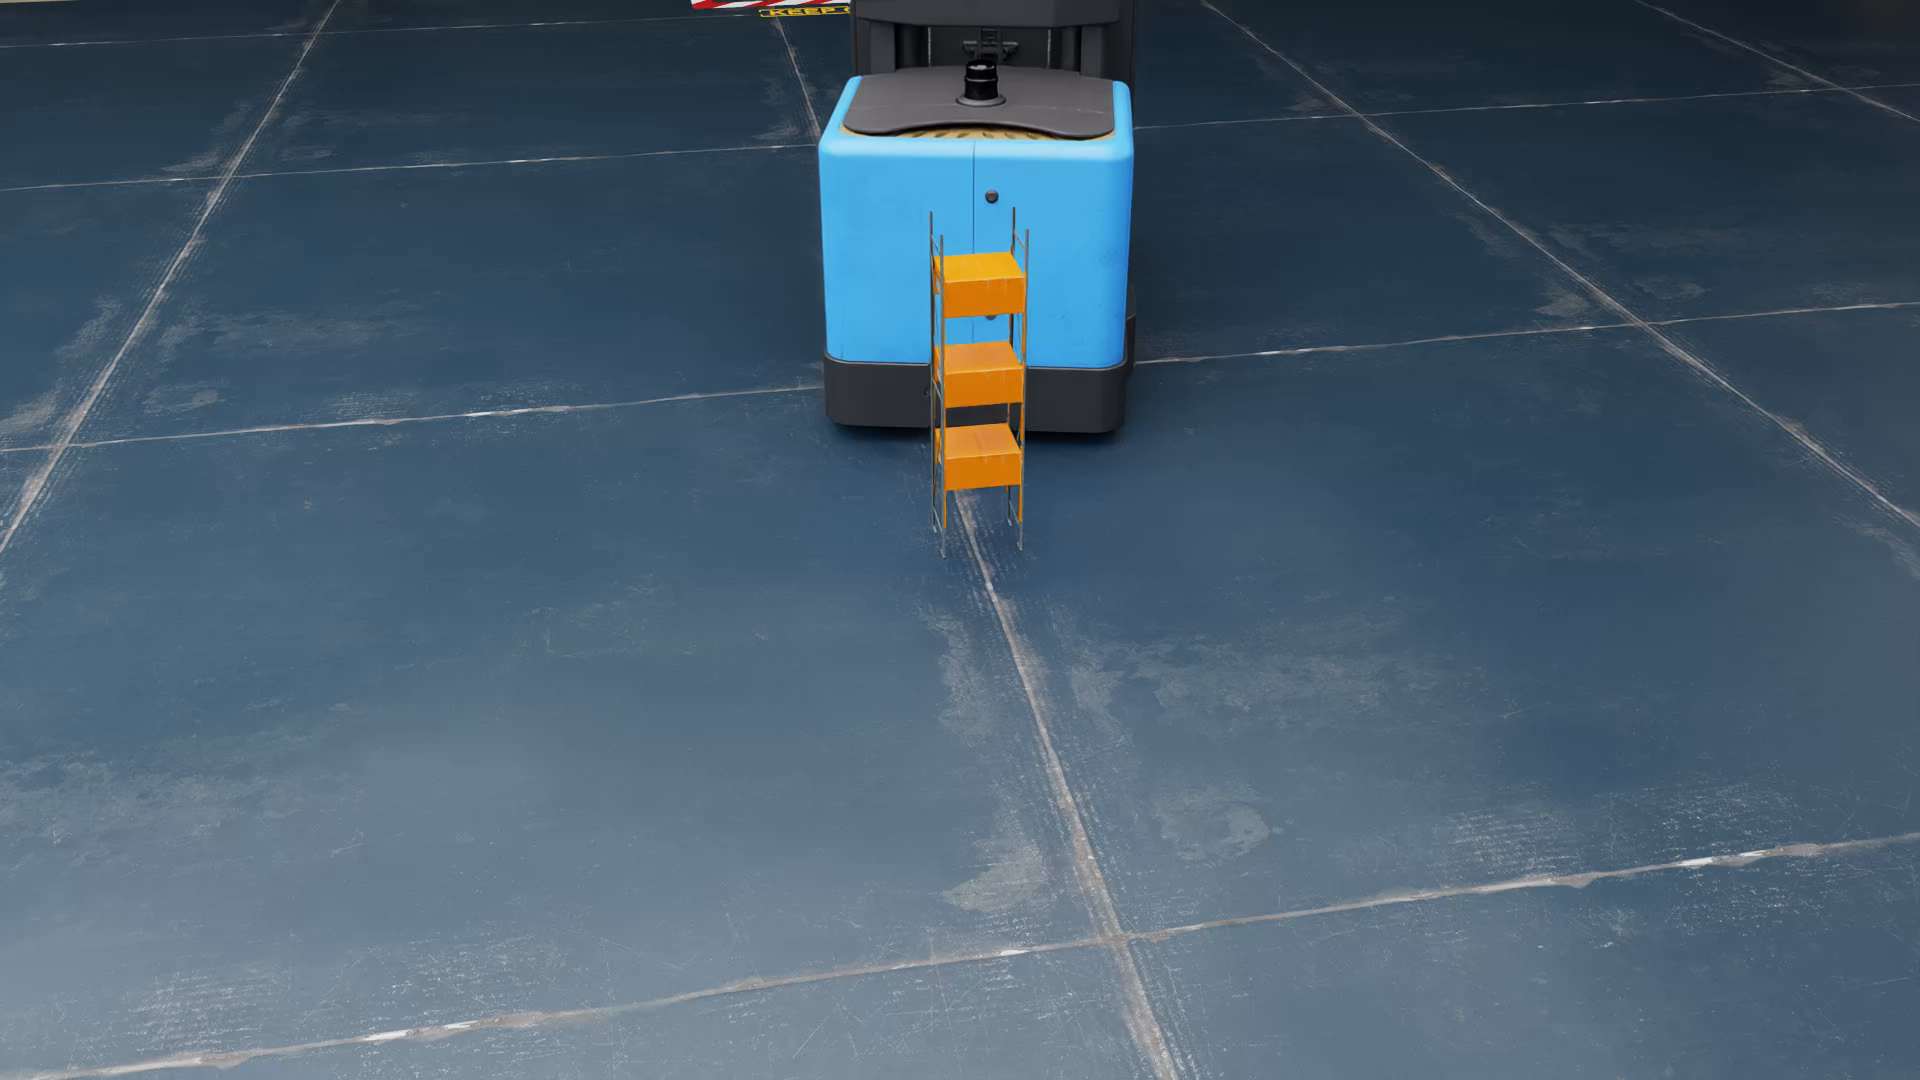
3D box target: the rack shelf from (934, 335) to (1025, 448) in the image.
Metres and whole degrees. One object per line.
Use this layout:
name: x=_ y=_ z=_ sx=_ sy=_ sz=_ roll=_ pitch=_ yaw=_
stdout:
rack shelf: x=0.053 y=-0.448 z=4.998 sx=0.240 sy=0.259 sz=0.215 roll=-5 pitch=31 yaw=-9

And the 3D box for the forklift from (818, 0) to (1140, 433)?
forklift: x=0.147 y=-2.349 z=6.354 sx=1.130 sy=2.935 sz=3.031 roll=2 pitch=31 yaw=3

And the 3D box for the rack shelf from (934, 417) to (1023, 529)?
rack shelf: x=0.053 y=-0.209 z=5.138 sx=0.240 sy=0.259 sz=0.215 roll=-5 pitch=31 yaw=-9

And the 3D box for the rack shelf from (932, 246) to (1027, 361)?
rack shelf: x=0.053 y=-0.693 z=4.854 sx=0.240 sy=0.259 sz=0.215 roll=-5 pitch=31 yaw=-9

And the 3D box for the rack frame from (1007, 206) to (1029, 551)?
rack frame: x=0.173 y=-0.469 z=5.011 sx=0.008 sy=1.050 sz=0.200 roll=-5 pitch=31 yaw=-9

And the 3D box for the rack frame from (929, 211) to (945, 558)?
rack frame: x=-0.067 y=-0.446 z=4.973 sx=0.008 sy=1.050 sz=0.200 roll=-5 pitch=31 yaw=-9

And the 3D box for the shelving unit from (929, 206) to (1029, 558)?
shelving unit: x=0.053 y=-0.457 z=4.992 sx=0.252 sy=1.050 sz=0.215 roll=-5 pitch=31 yaw=-9
